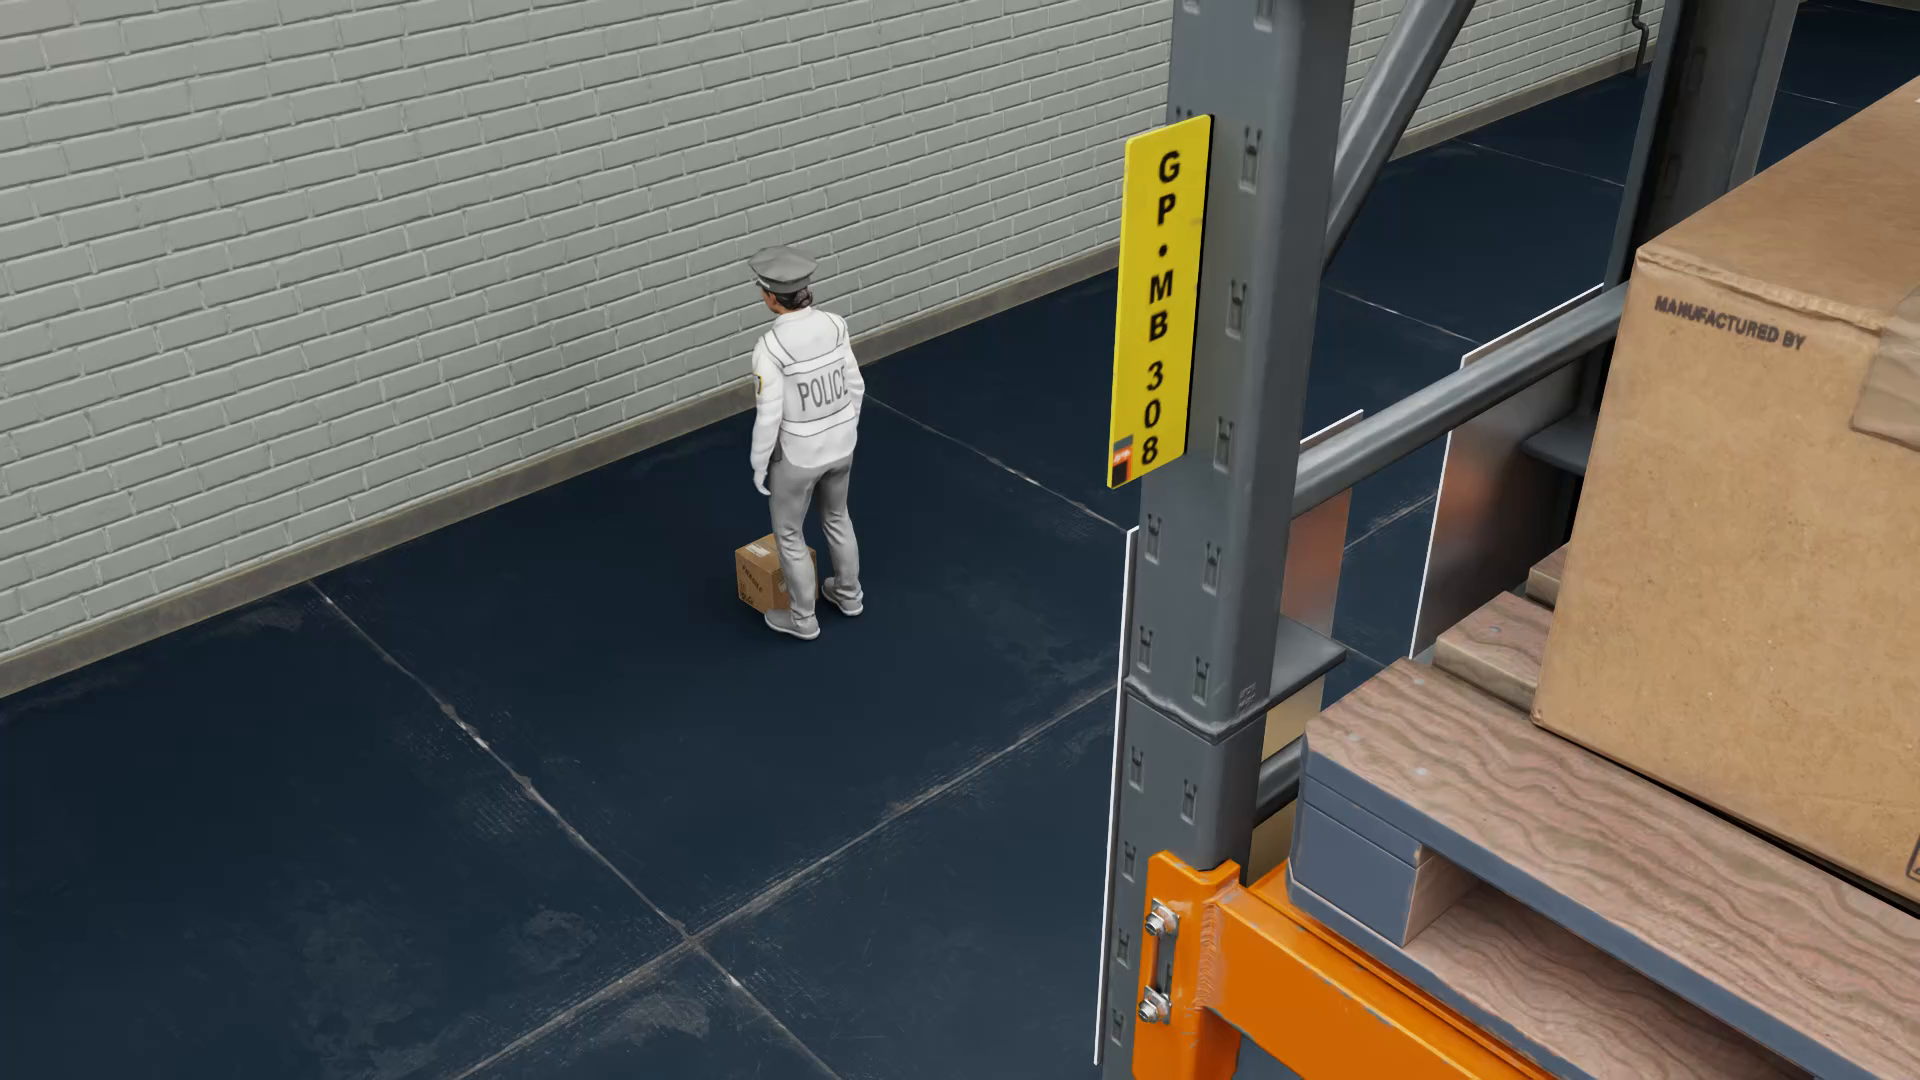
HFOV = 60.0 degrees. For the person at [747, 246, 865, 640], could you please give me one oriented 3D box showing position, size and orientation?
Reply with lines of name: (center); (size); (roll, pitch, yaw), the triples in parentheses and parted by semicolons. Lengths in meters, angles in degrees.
person: (-0.619, -0.359, 6.709); (0.527, 1.663, 0.376); (-26, 40, -35)
